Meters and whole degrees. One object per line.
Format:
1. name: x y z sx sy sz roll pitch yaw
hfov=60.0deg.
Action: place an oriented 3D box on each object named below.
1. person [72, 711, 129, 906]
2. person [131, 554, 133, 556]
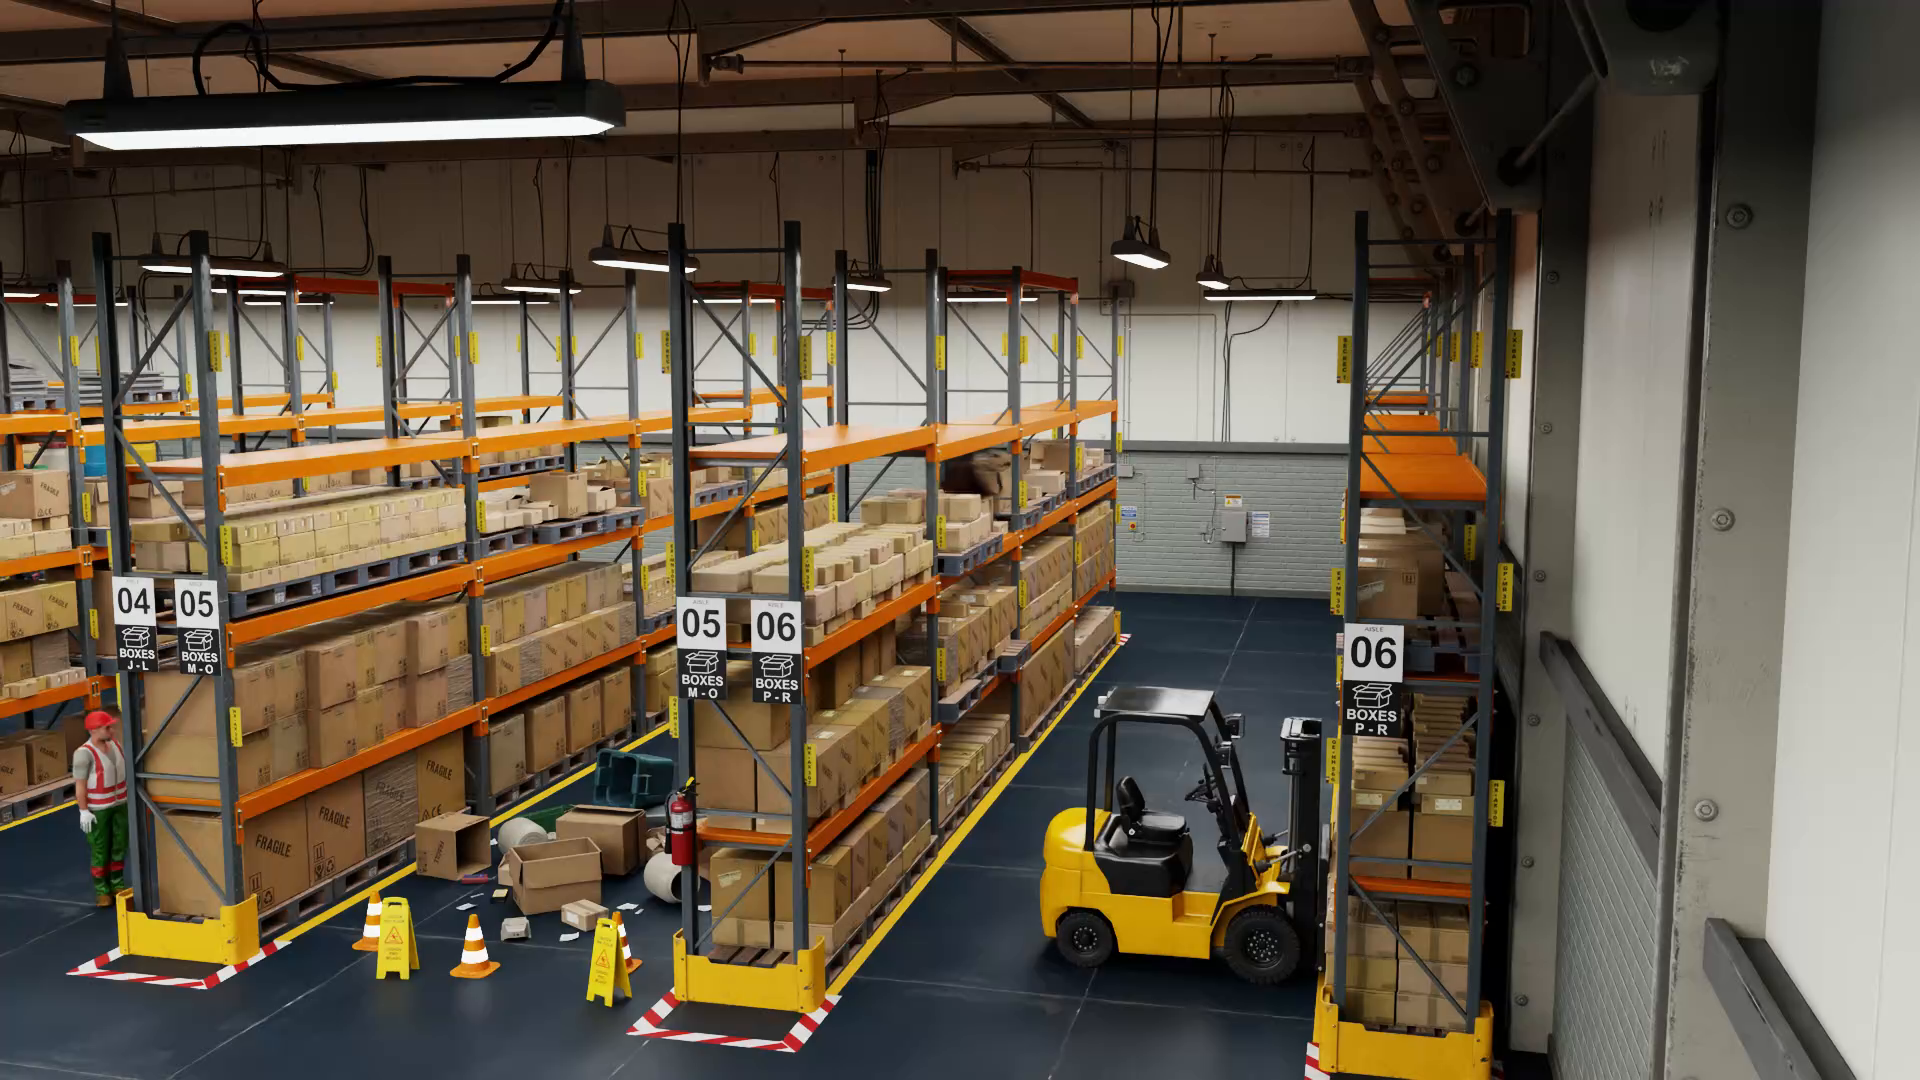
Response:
1. person: -7.792 2.428 15.174 0.356 1.794 0.579 3 8 24
2. person: -14.501 0.786 28.791 0.656 1.713 1.039 3 8 24
